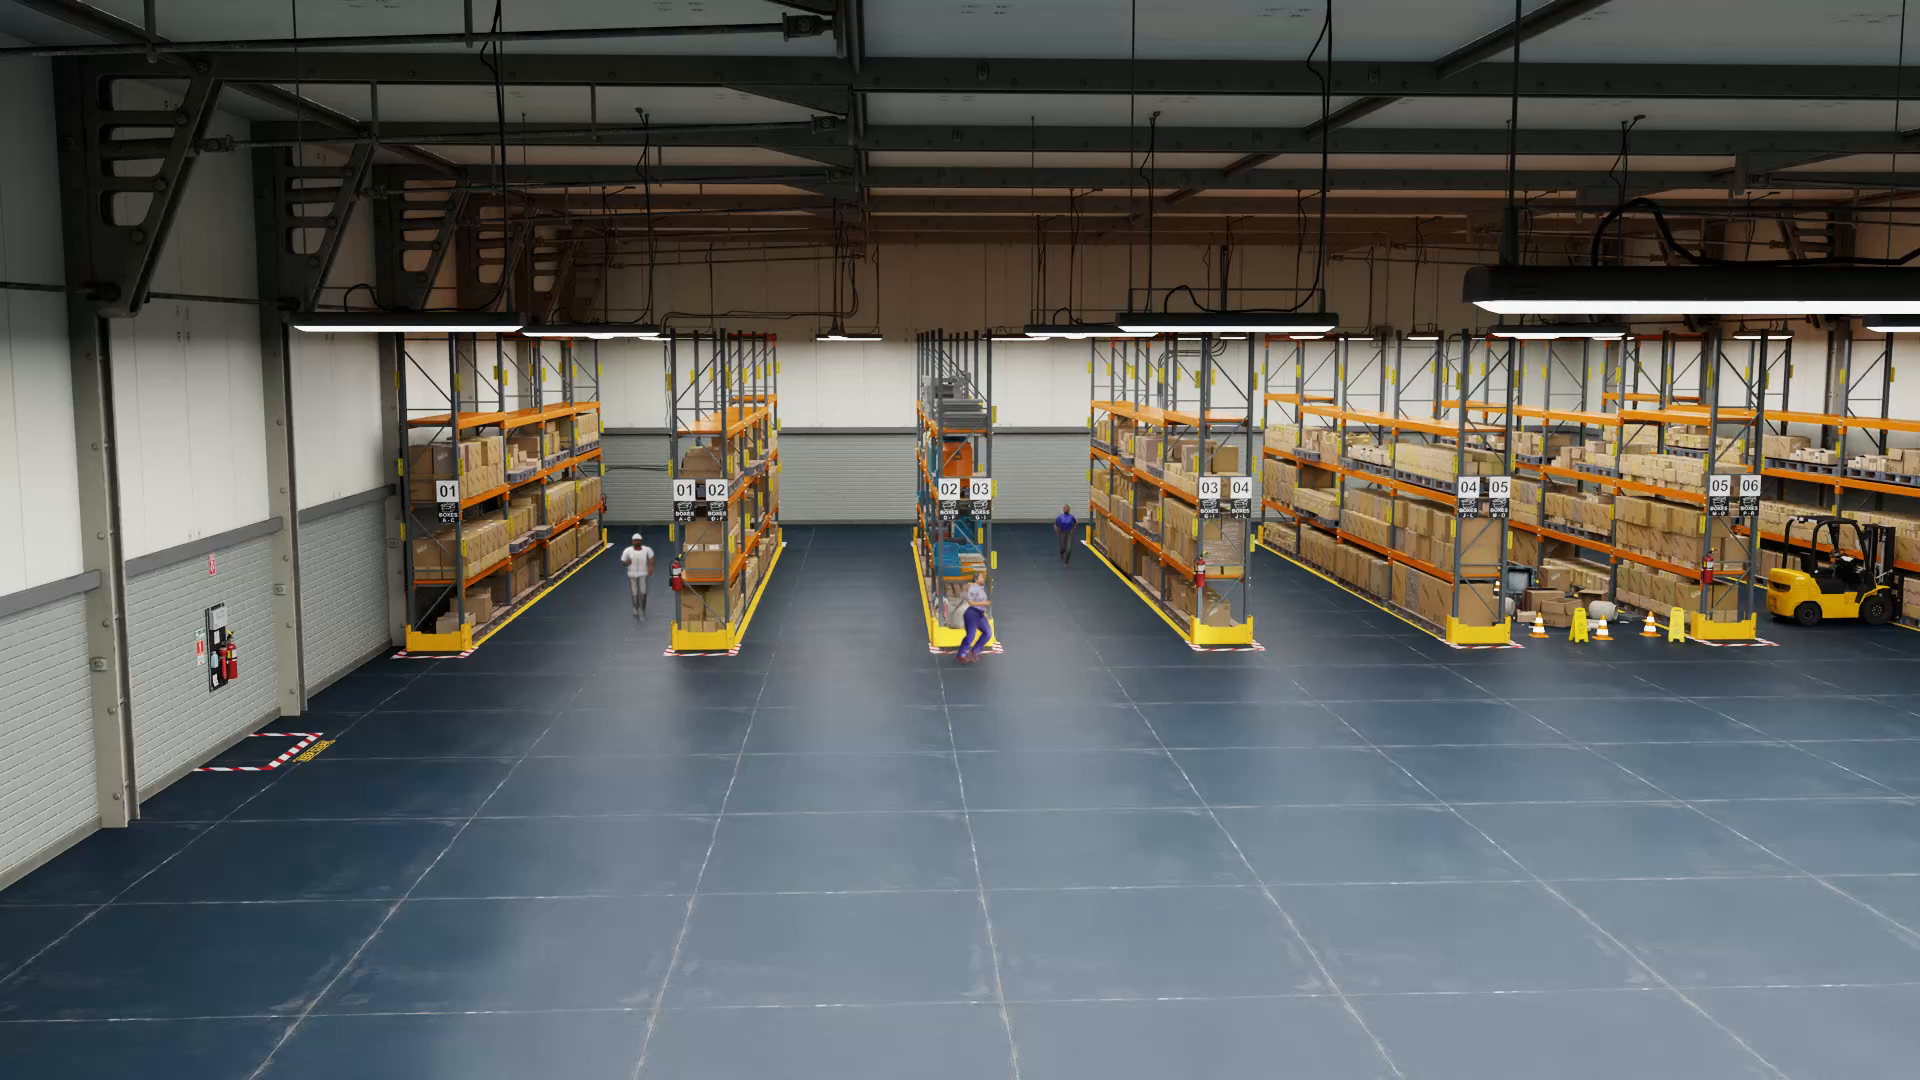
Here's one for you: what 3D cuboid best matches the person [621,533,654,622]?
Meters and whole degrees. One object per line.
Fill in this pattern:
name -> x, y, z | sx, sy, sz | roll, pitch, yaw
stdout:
person -> -6.704, 0.771, 34.564 | 0.666, 1.823, 0.738 | -1, 7, -9

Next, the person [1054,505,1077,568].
person -> 2.722, -0.085, 42.726 | 0.586, 1.610, 0.556 | -1, 7, -5

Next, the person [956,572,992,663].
person -> 0.311, 1.405, 29.971 | 0.669, 1.658, 0.608 | 3, 8, 27
